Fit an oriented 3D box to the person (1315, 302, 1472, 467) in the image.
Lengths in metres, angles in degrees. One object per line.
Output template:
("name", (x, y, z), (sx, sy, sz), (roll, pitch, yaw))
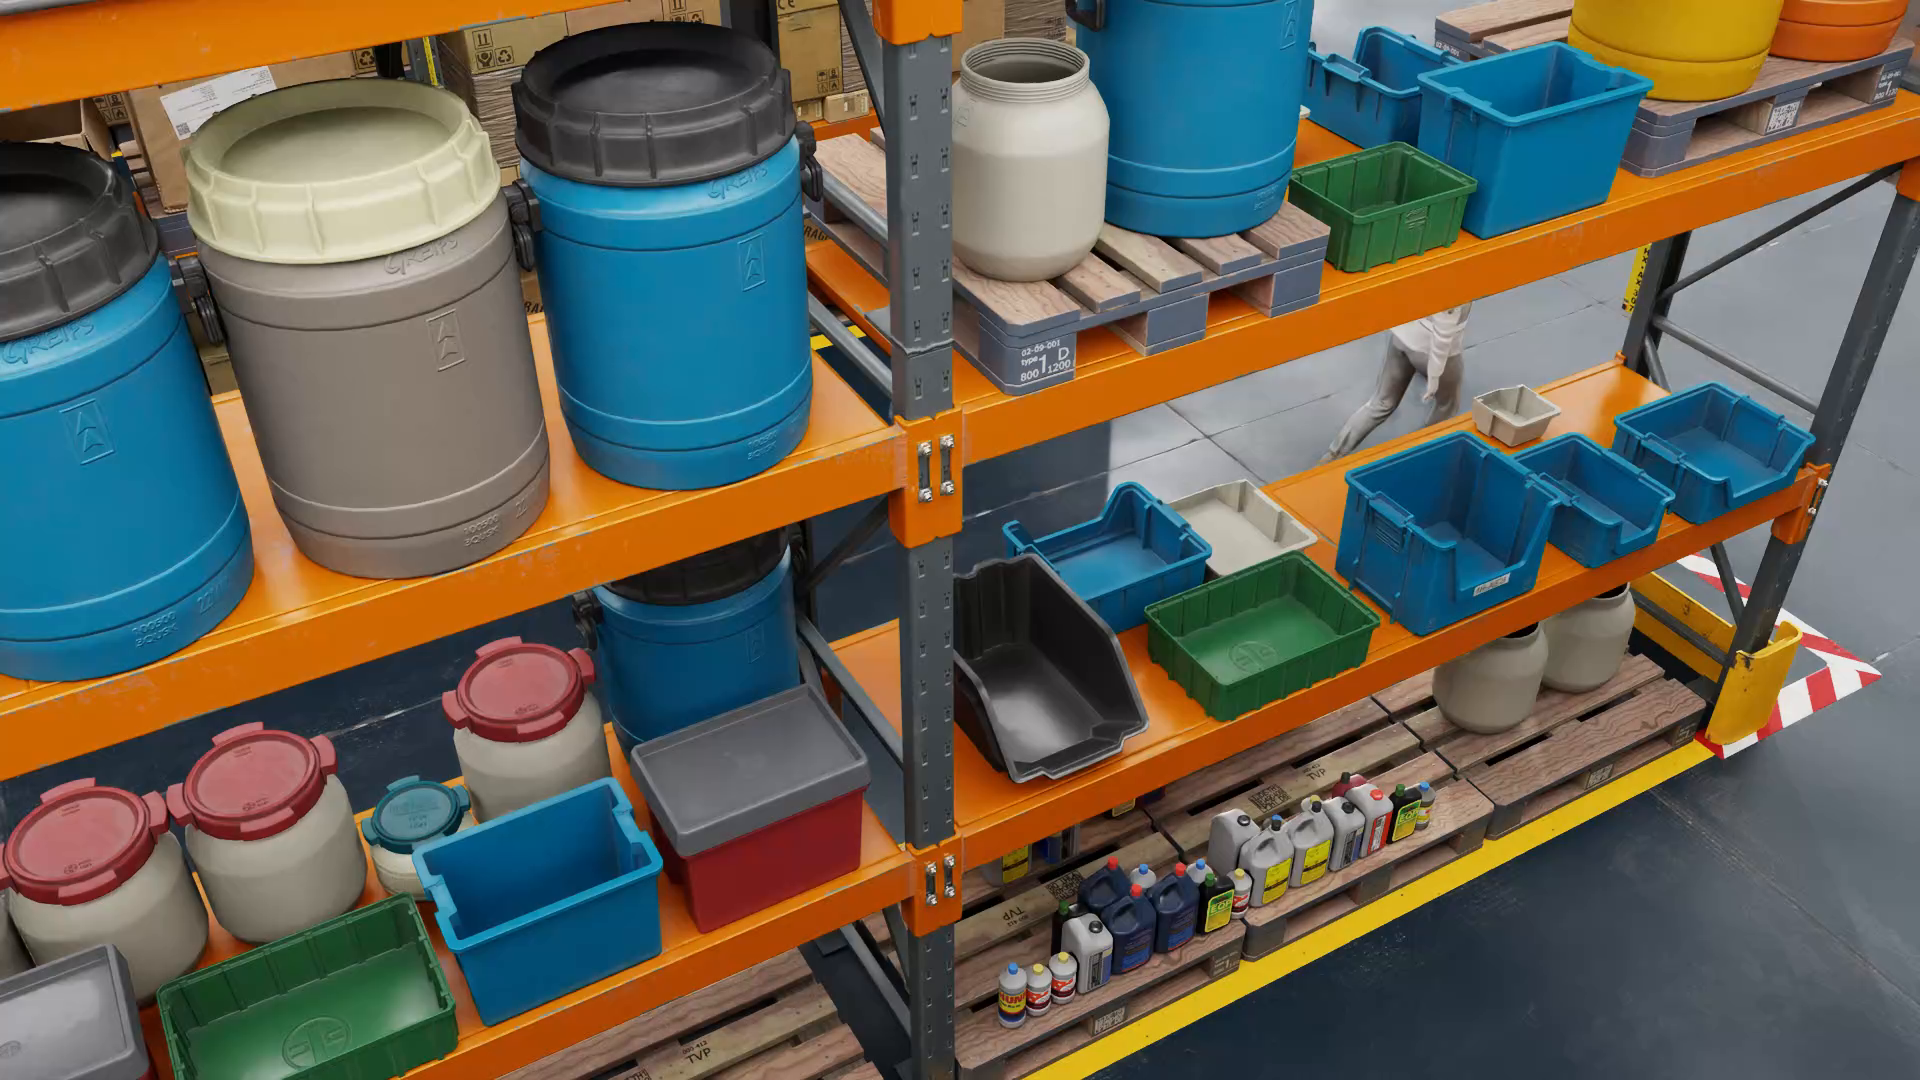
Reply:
("person", (2.276, -0.974, 8.200), (0.926, 1.637, 0.505), (-15, 40, -19))
